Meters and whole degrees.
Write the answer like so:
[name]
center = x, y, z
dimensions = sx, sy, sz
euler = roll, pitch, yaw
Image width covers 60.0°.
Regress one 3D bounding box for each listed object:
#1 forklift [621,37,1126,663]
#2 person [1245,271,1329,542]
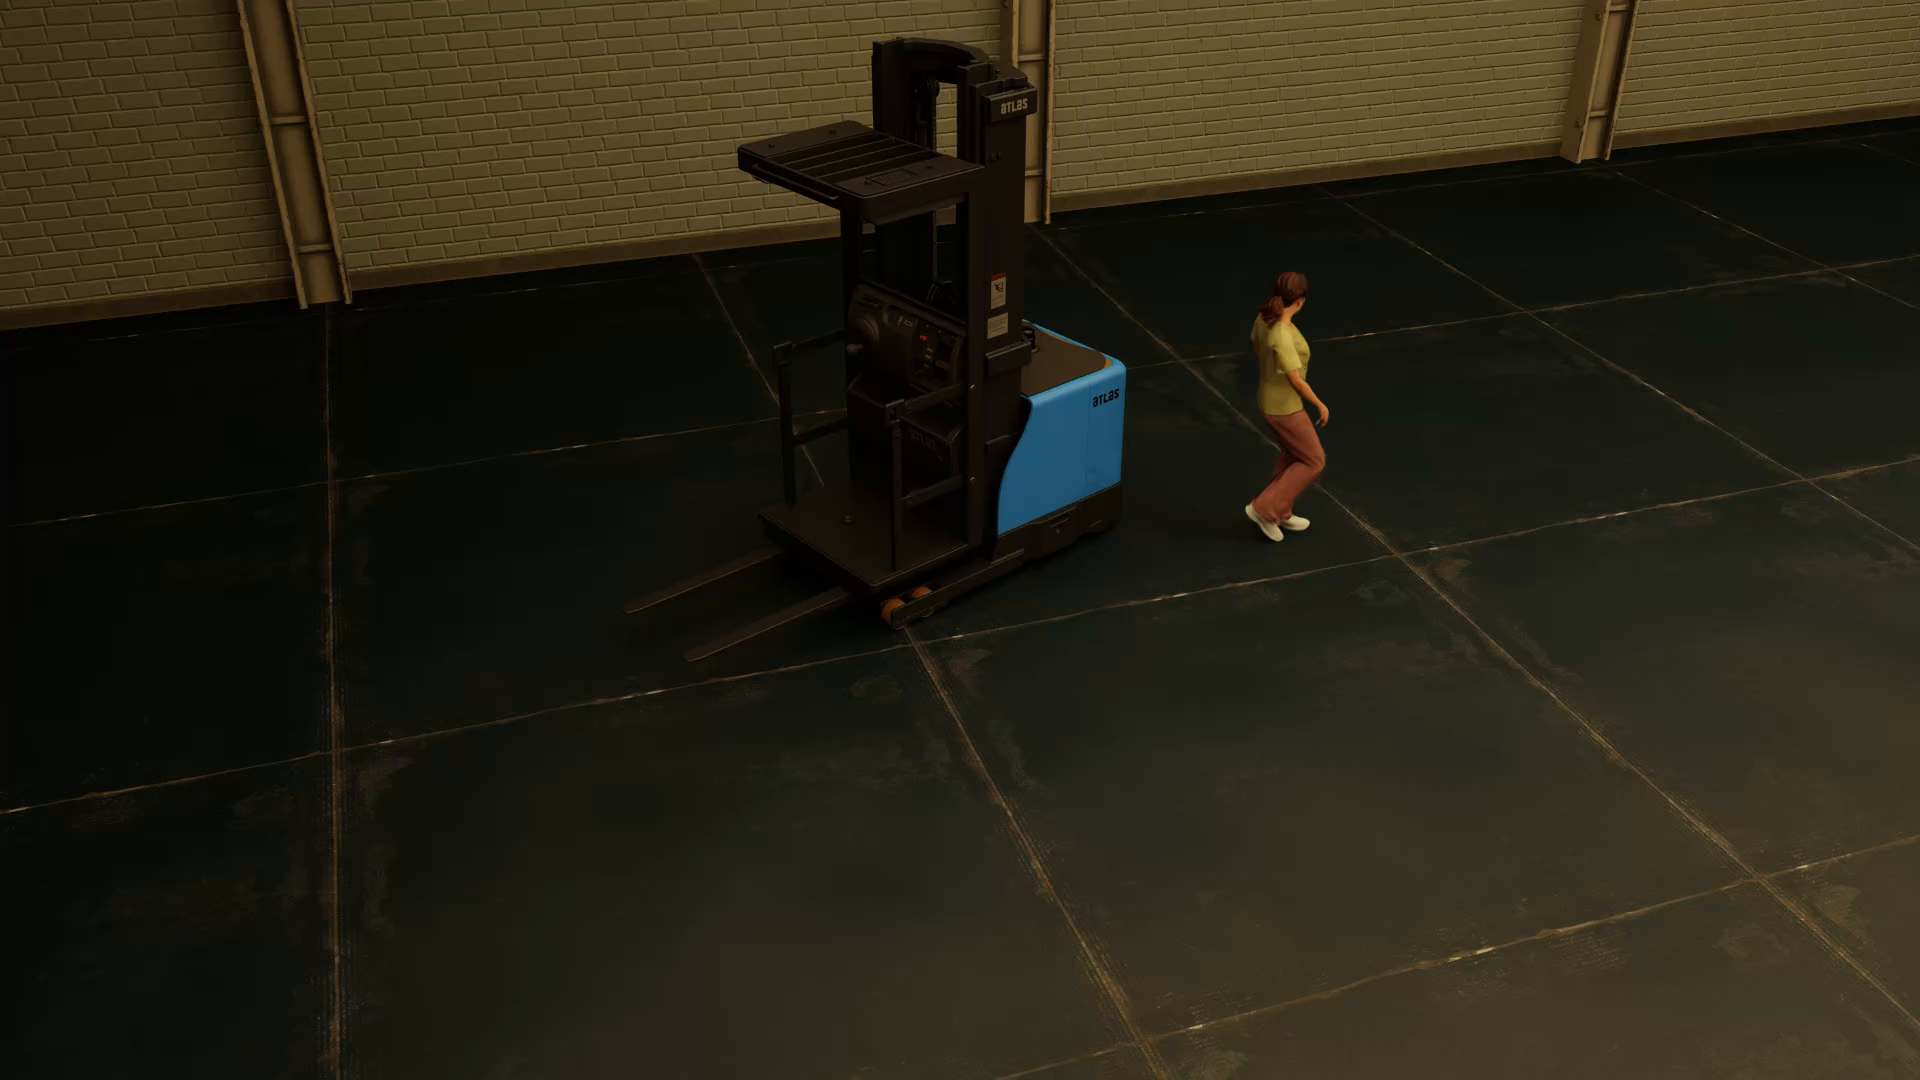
[forklift]
center = -0.461, -1.072, 8.951
dimensions = 3.031, 2.935, 1.130
euler = -23, 37, -34
[person]
center = 1.919, -0.807, 9.786
dimensions = 0.463, 1.644, 0.692
euler = 1, 30, 1
